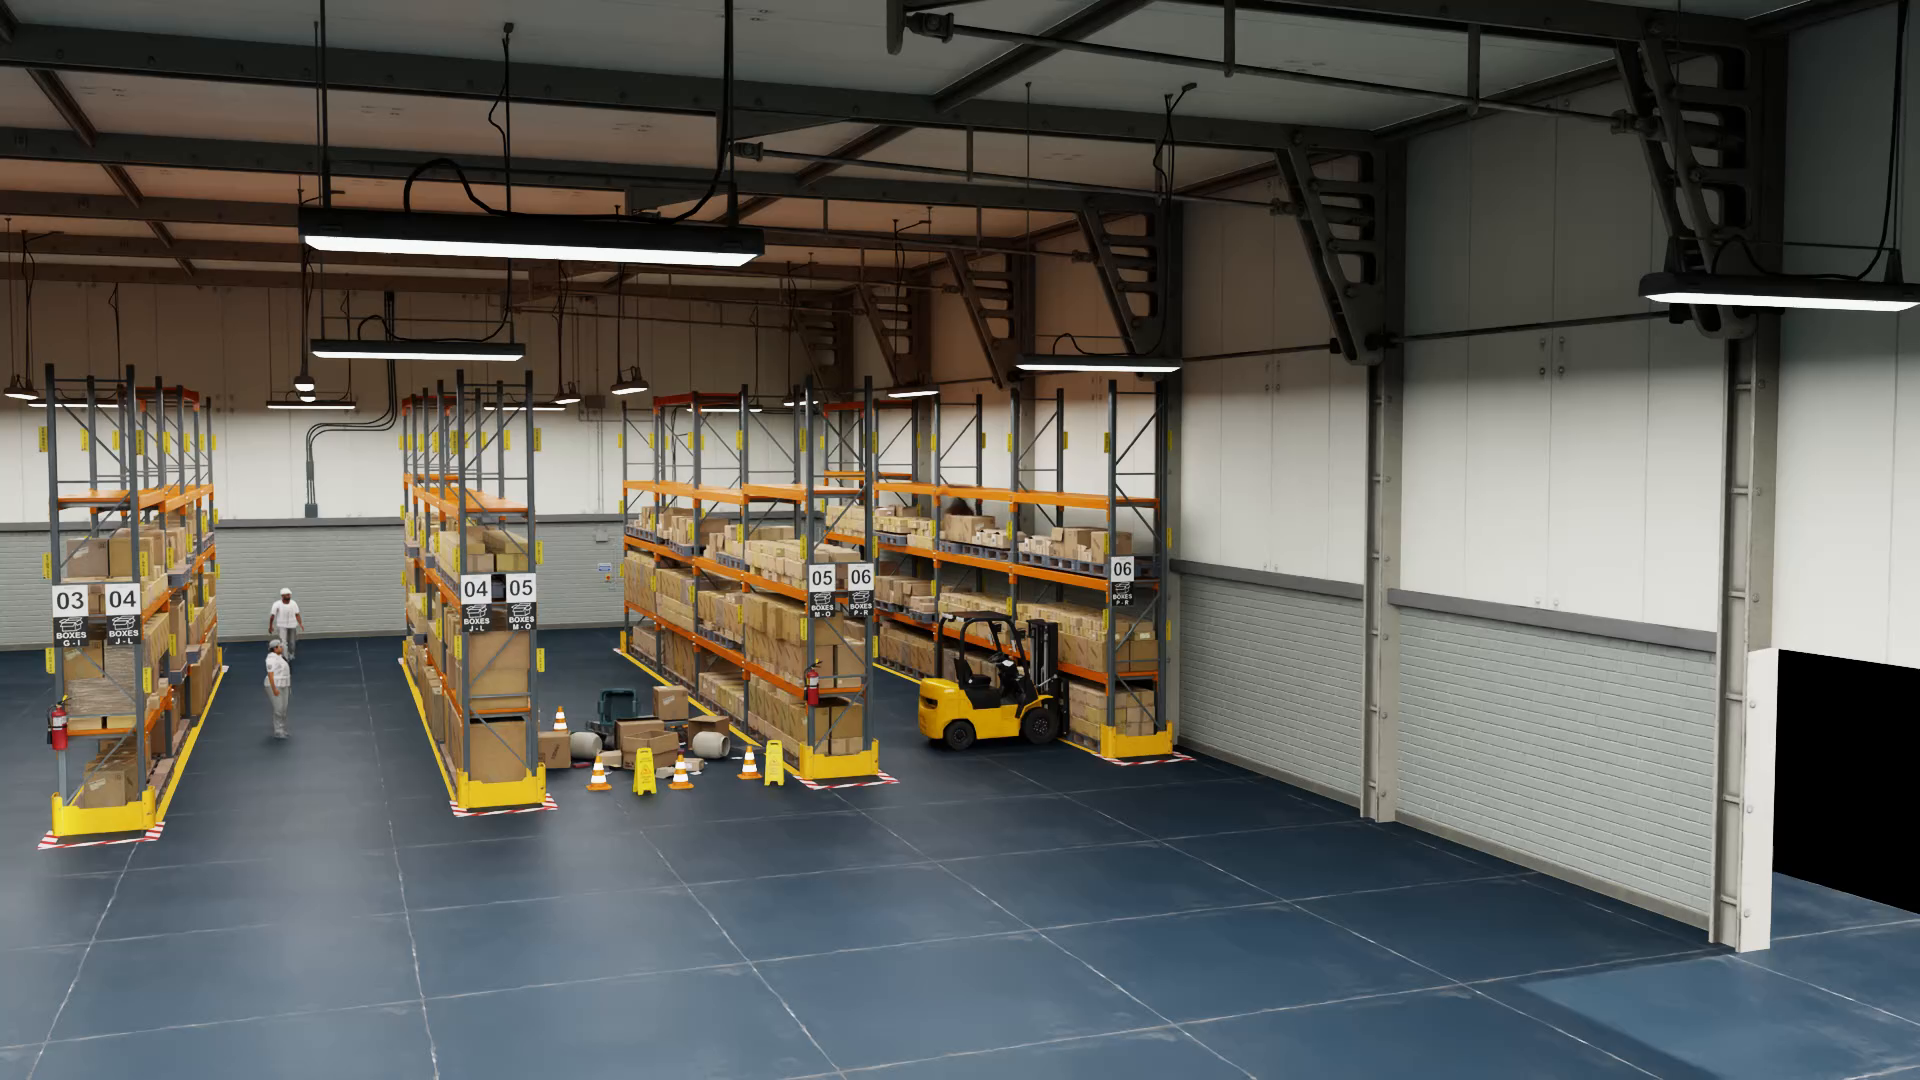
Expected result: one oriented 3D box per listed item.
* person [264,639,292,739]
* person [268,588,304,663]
[{"bbox_3d":[-11.597,2.544,28.416,0.529,1.689,0.517,1,3,14],"label":"person"},{"bbox_3d":[-15.247,1.951,37.625,0.741,1.724,1.080,-2,4,-25],"label":"person"}]
